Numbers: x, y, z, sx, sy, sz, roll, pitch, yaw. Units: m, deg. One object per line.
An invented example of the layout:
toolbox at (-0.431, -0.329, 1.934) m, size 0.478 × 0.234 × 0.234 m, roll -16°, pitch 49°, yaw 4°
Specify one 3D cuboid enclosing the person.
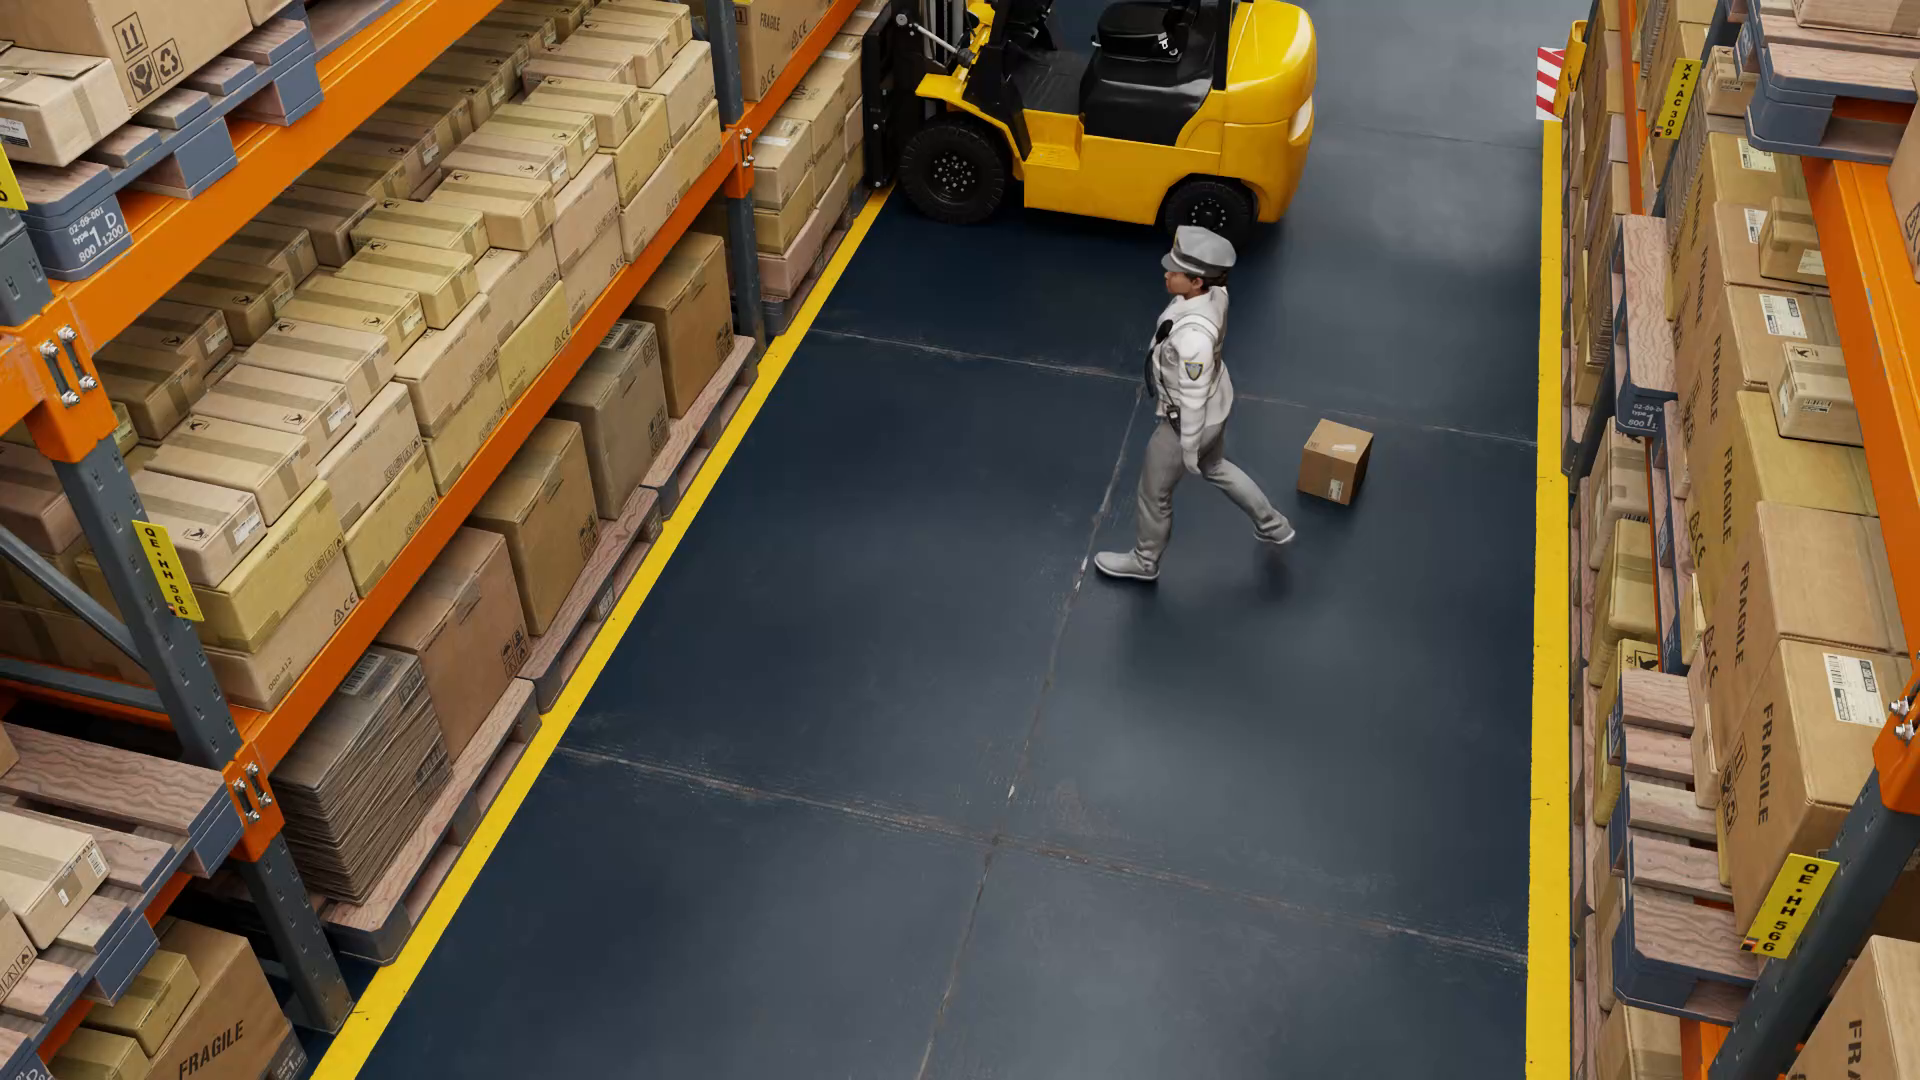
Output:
person at (1.013, -0.511, 6.704) m, size 0.821 × 1.663 × 0.532 m, roll 12°, pitch 43°, yaw 14°
